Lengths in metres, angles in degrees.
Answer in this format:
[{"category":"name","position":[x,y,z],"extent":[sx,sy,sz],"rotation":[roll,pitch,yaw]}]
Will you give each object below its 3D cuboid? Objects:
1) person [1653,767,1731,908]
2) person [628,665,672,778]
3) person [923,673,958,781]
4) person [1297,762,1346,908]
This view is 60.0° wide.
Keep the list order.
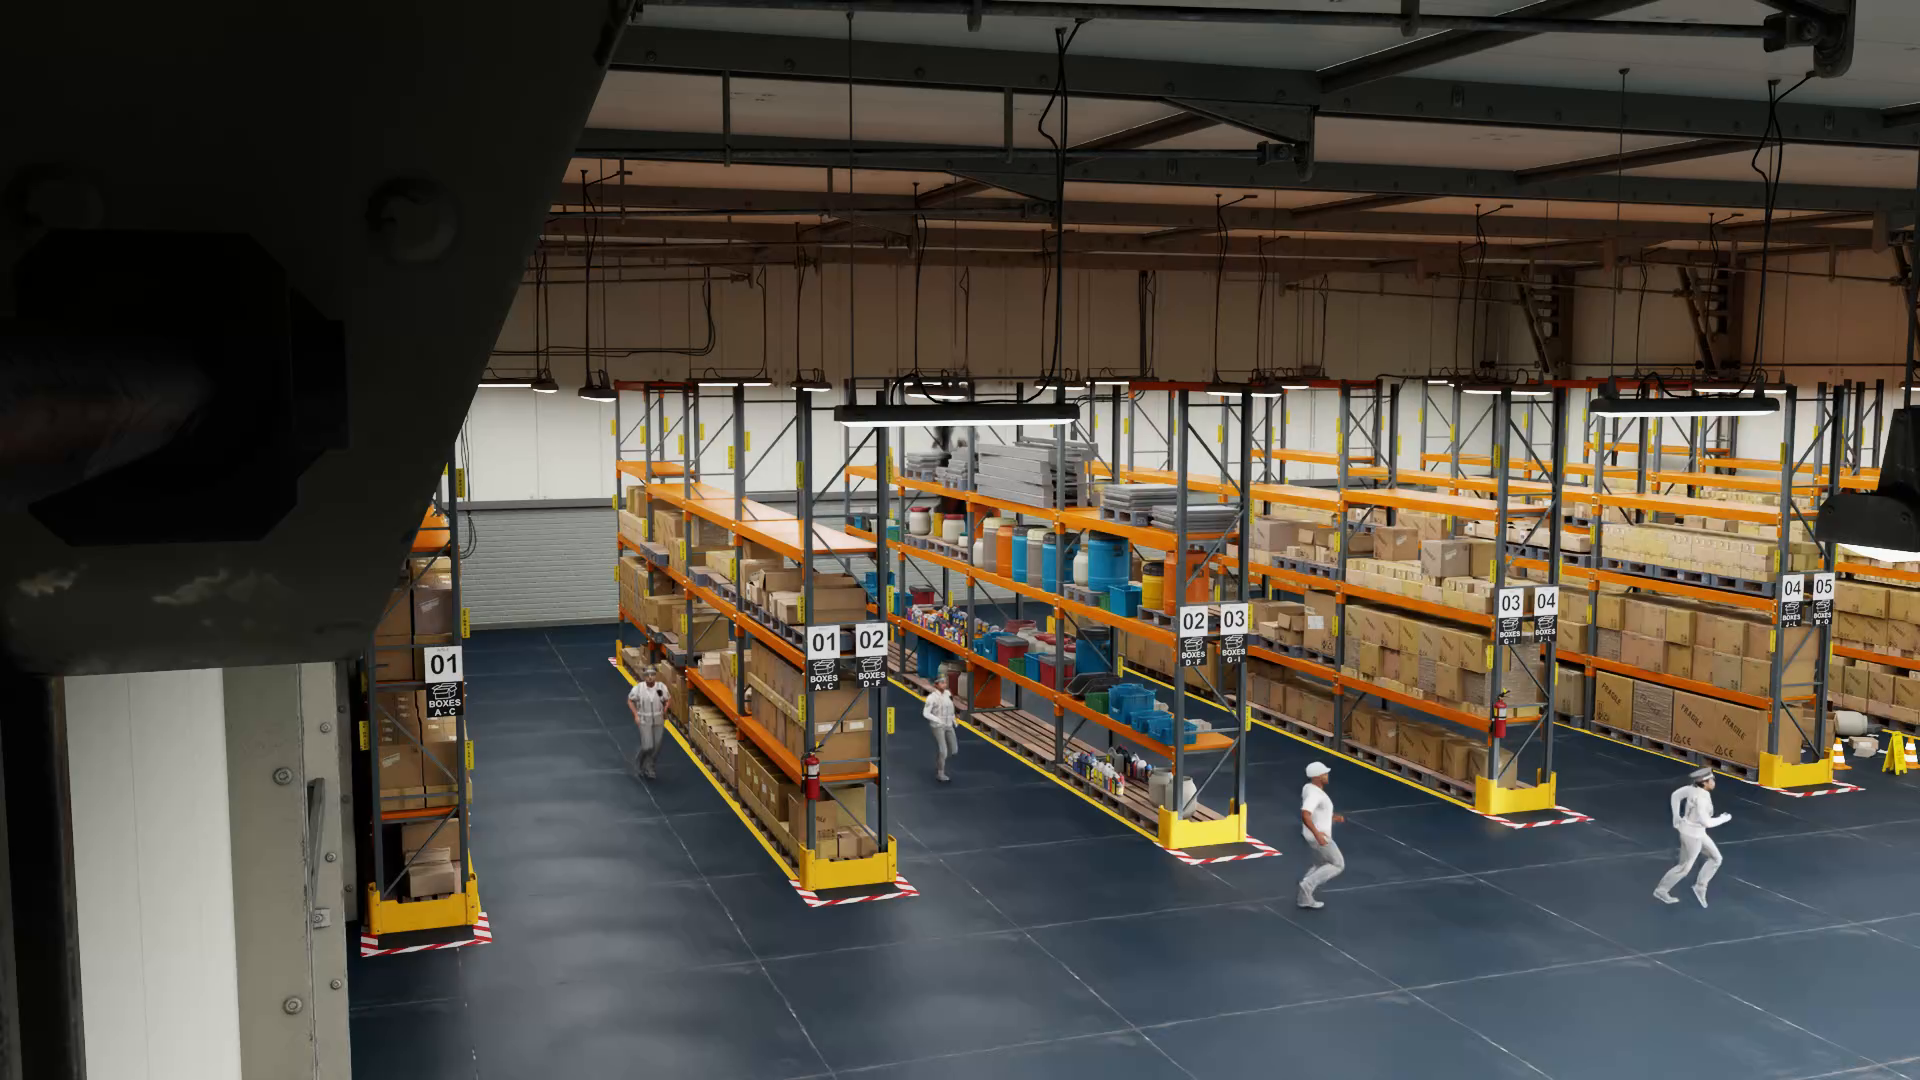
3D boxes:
[{"category":"person","position":[8.518,3.451,19.342],"extent":[0.793,1.685,0.641],"rotation":[2,6,15]},{"category":"person","position":[-4.702,2.775,25.401],"extent":[0.643,1.751,0.602],"rotation":[-3,7,-23]},{"category":"person","position":[-0.271,2.837,25.295],"extent":[0.608,1.649,0.570],"rotation":[-5,8,-37]},{"category":"person","position":[4.203,3.429,19.313],"extent":[0.590,1.724,0.691],"rotation":[0,6,1]}]
